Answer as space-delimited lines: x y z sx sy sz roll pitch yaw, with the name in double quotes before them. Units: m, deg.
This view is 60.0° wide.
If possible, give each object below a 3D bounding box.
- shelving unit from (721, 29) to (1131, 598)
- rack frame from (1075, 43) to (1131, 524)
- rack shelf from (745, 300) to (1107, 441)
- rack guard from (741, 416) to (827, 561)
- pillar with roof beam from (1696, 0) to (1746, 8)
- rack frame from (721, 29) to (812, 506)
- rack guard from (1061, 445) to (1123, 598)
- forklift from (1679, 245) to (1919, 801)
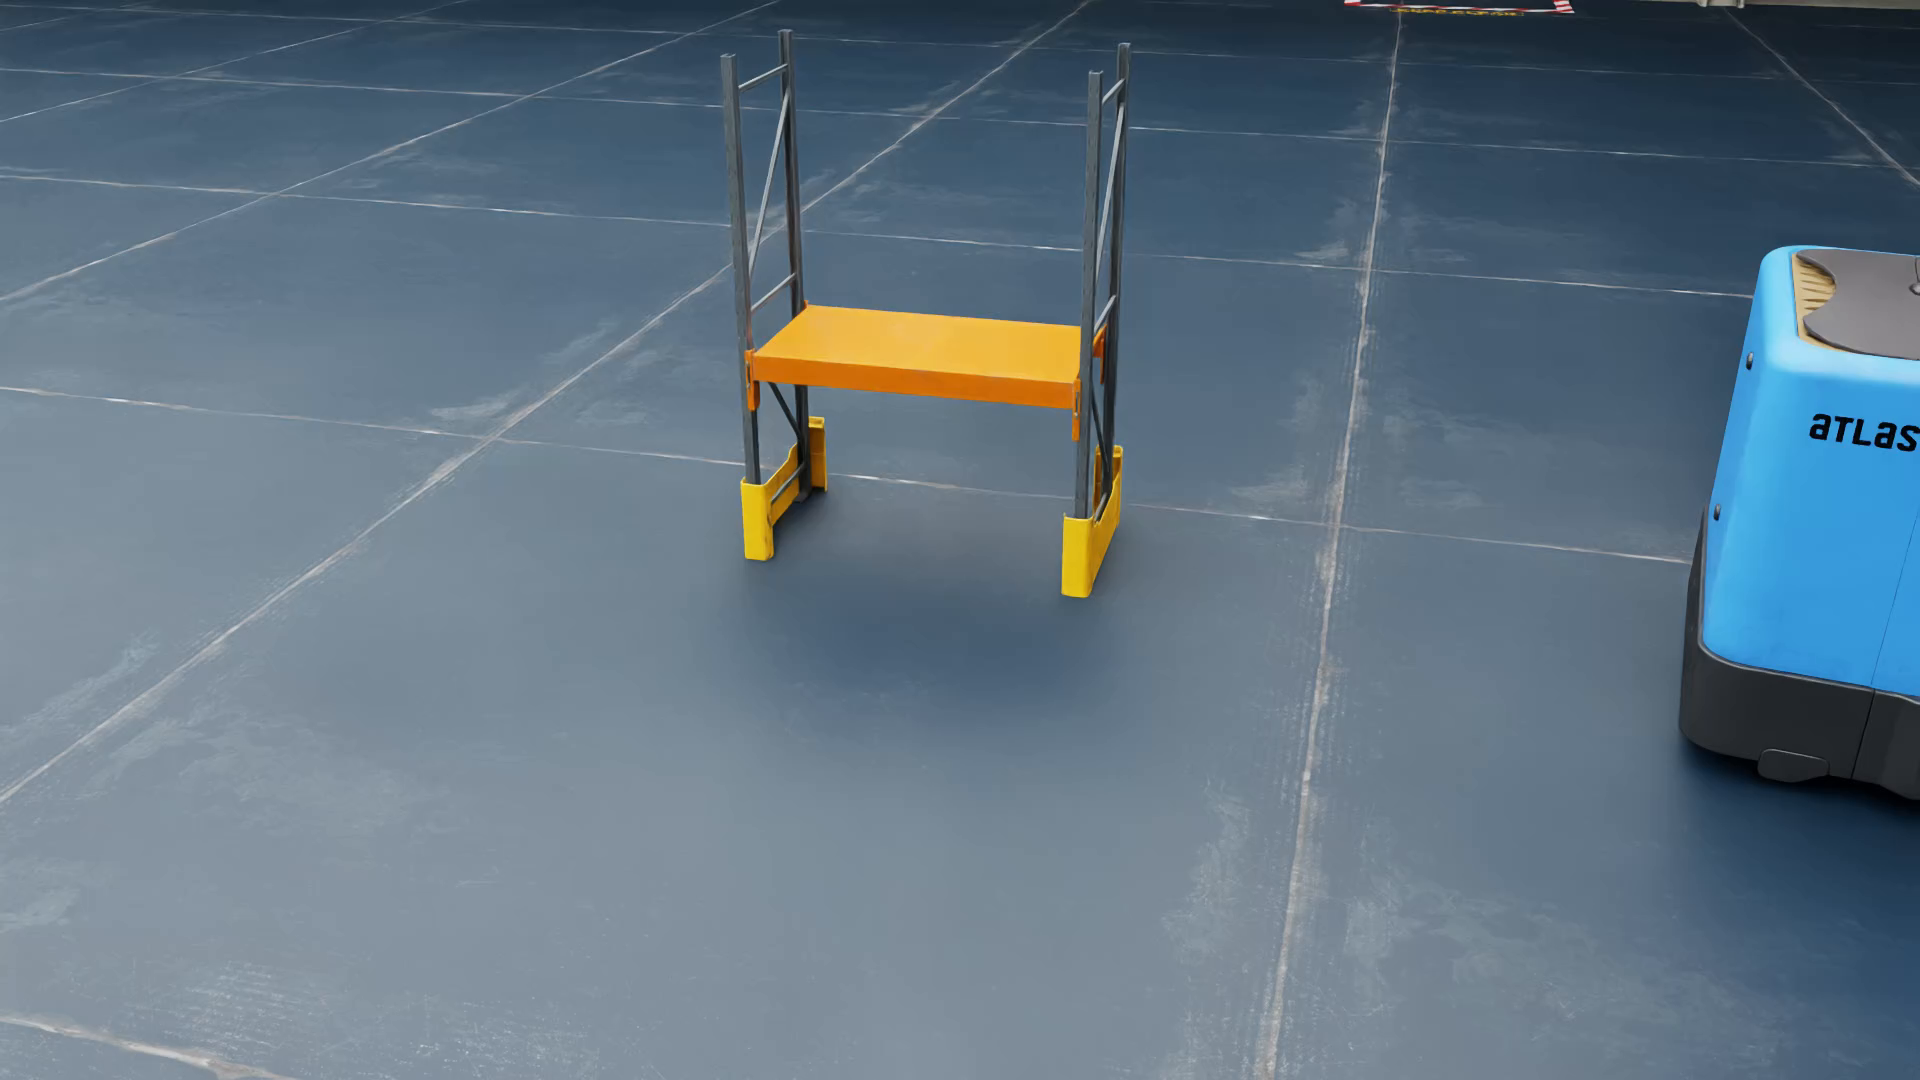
"shelving unit" -0.074 -0.685 4.945 1.083 1.500 0.587 6 26 13
"rack frame" 0.410 -0.632 4.832 0.032 1.500 0.500 6 26 13
"rack shelf" -0.083 -0.524 5.024 1.000 0.185 0.538 6 26 13
"rack guard" -0.556 -0.174 5.325 0.087 0.250 0.587 6 26 13
"pillar with roof beam" 6.332 -7.485 10.503 0.400 9.000 9.100 6 26 13
"rack frame" -0.575 -0.741 5.061 0.032 1.500 0.500 6 26 13
"rack guard" 0.408 -0.068 5.101 0.087 0.250 0.587 6 26 13
"forklift" 3.340 -0.712 3.336 3.031 2.935 1.130 10 27 21
